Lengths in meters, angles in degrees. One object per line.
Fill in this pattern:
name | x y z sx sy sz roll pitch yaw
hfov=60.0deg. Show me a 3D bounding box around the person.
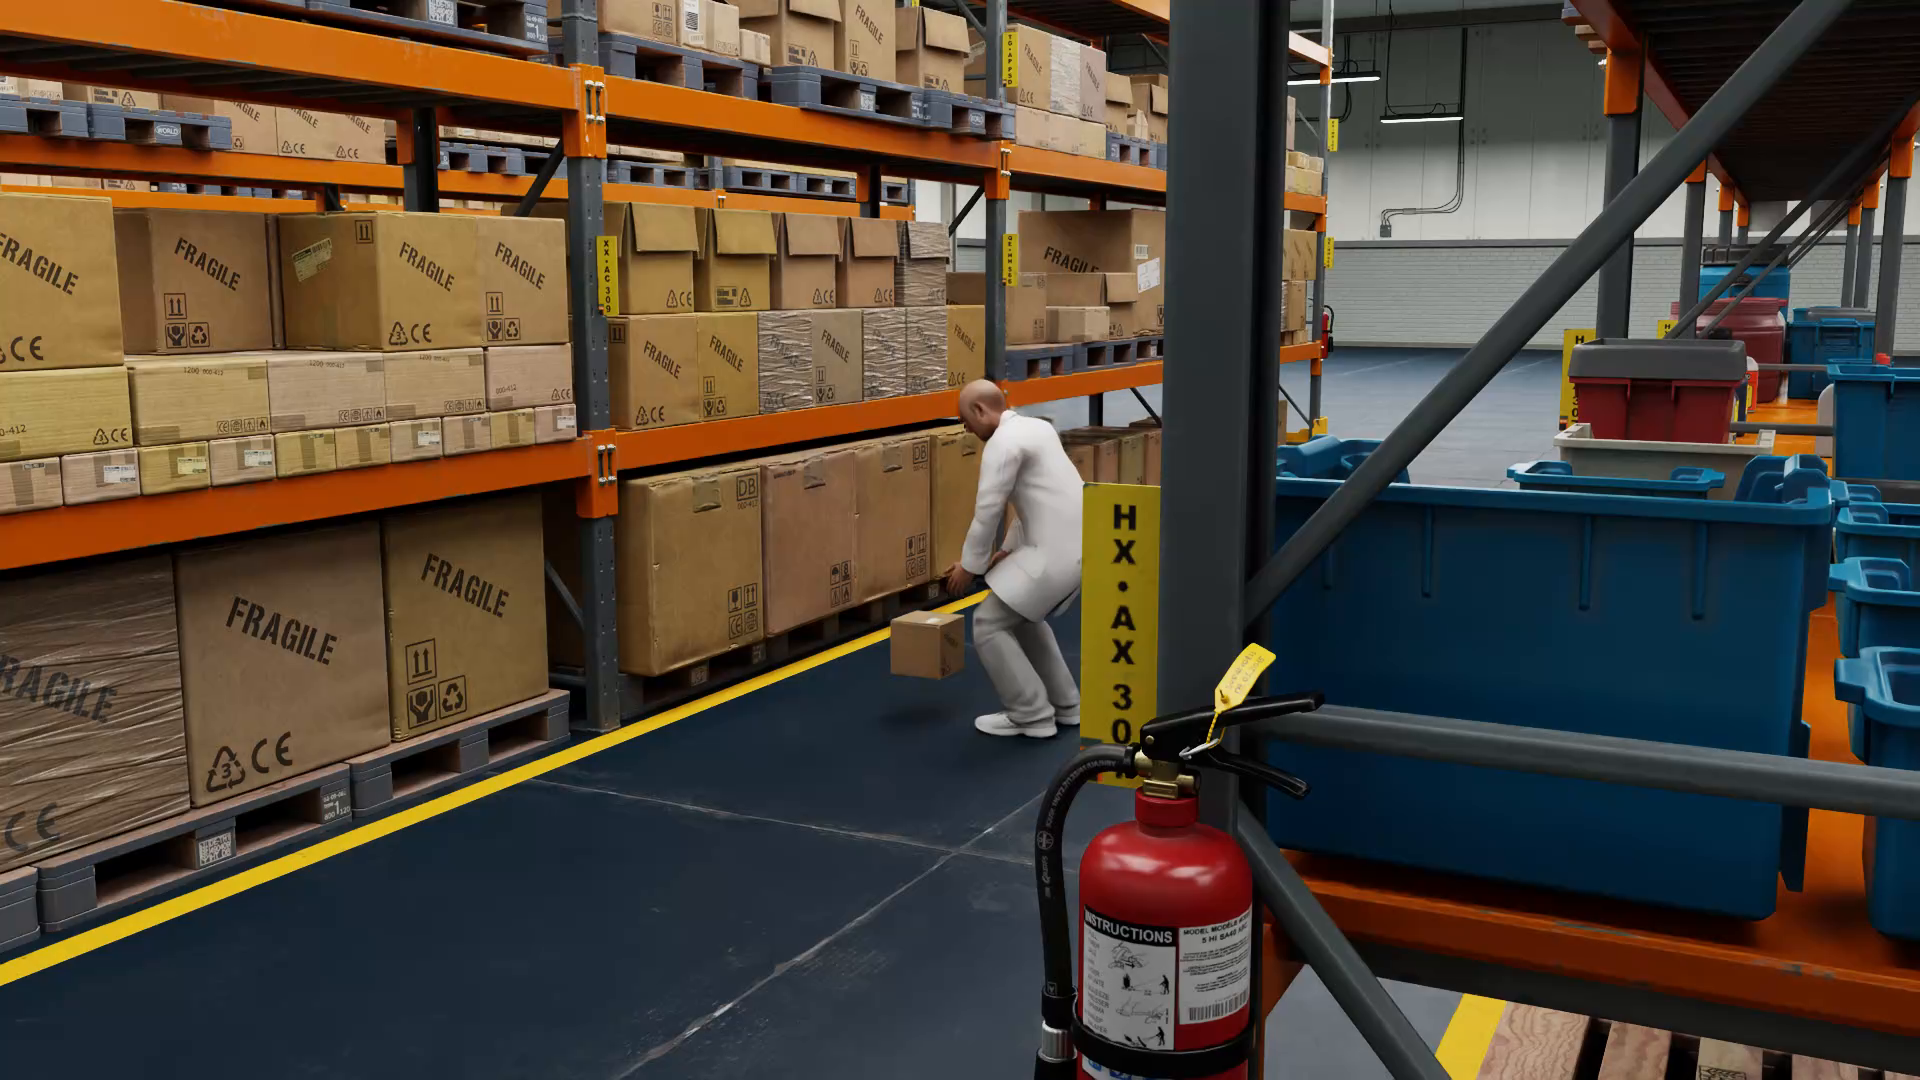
person | 0.287 0.077 7.217 0.635 1.538 0.628 4 10 26
